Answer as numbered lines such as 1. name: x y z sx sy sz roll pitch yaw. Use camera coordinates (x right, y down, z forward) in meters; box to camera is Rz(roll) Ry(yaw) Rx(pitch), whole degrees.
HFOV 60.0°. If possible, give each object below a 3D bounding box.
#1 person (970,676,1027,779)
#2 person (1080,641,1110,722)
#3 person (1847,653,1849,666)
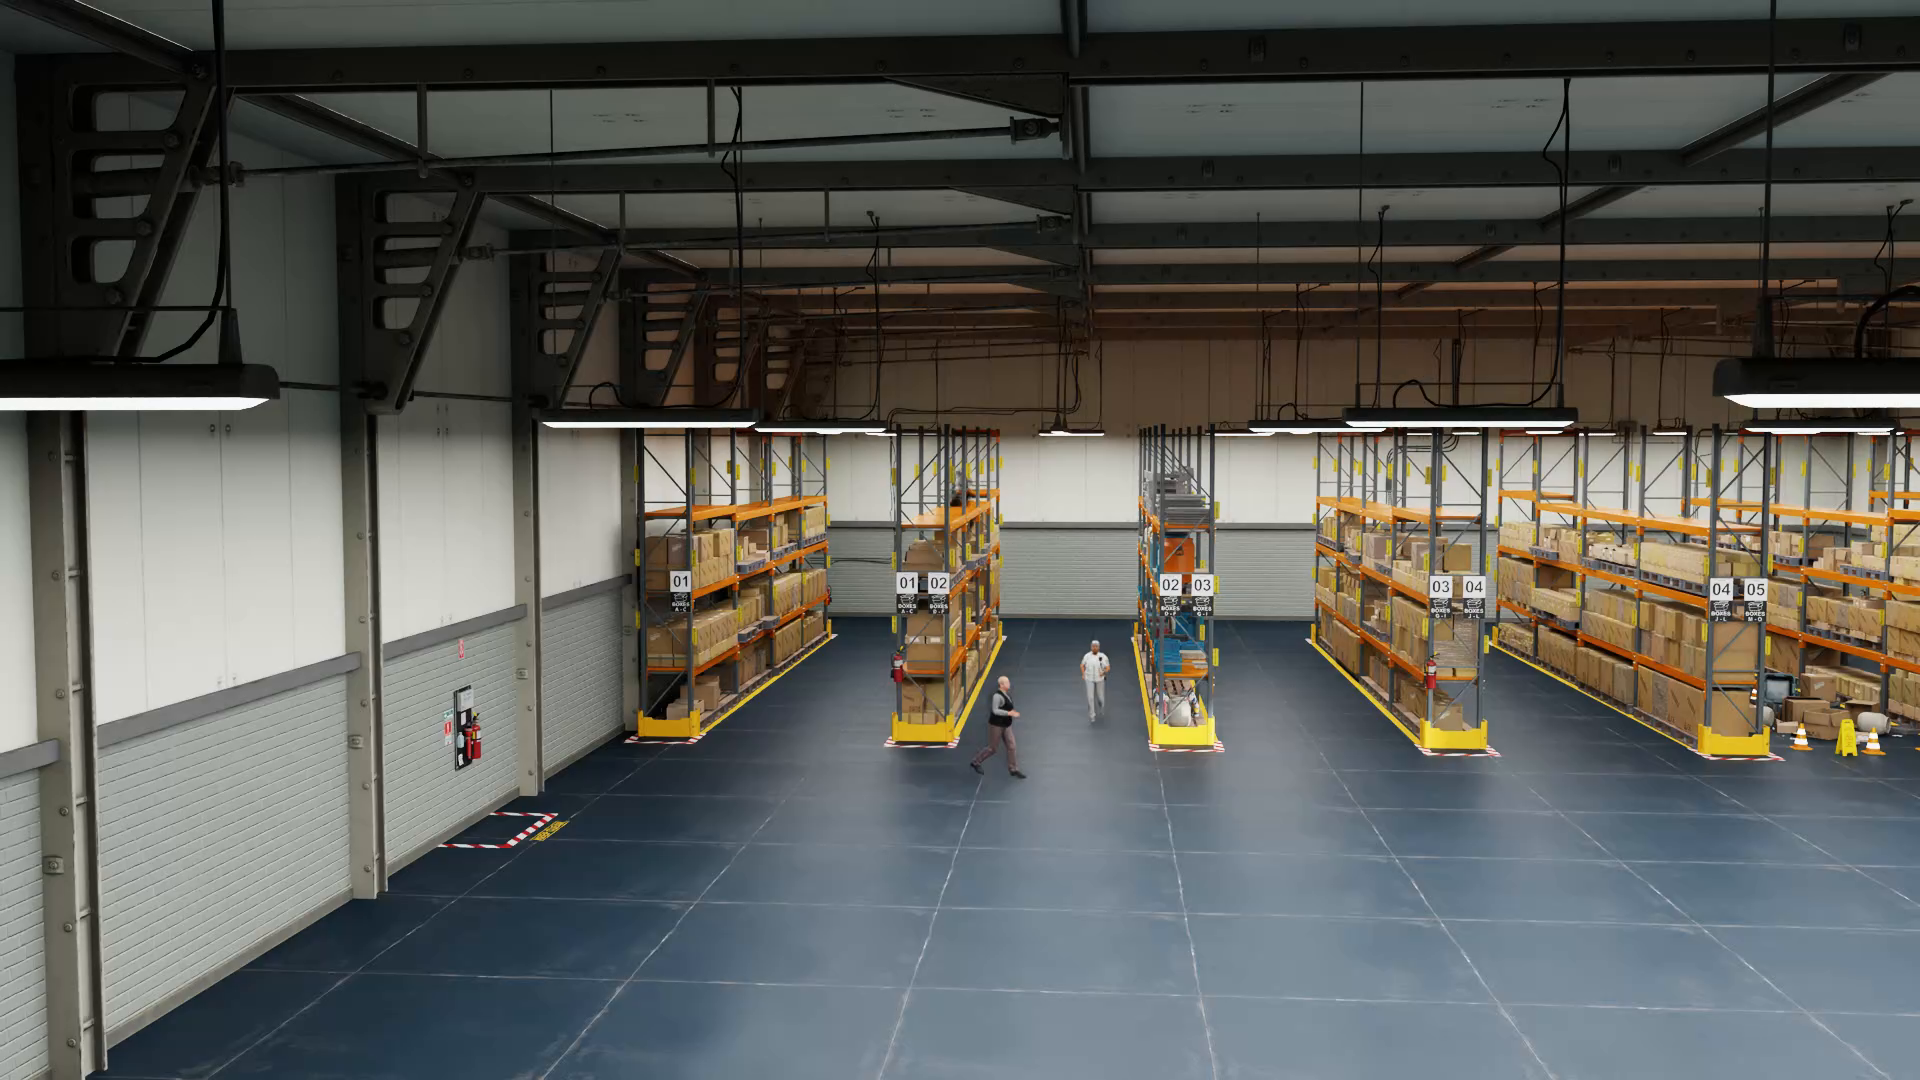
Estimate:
1. person: 0.643 3.144 27.995 0.966 1.722 0.631 2 4 25
2. person: 2.738 2.852 33.811 0.615 1.623 0.727 1 4 9
3. person: 21.489 2.413 40.316 0.712 1.739 0.653 0 3 5
